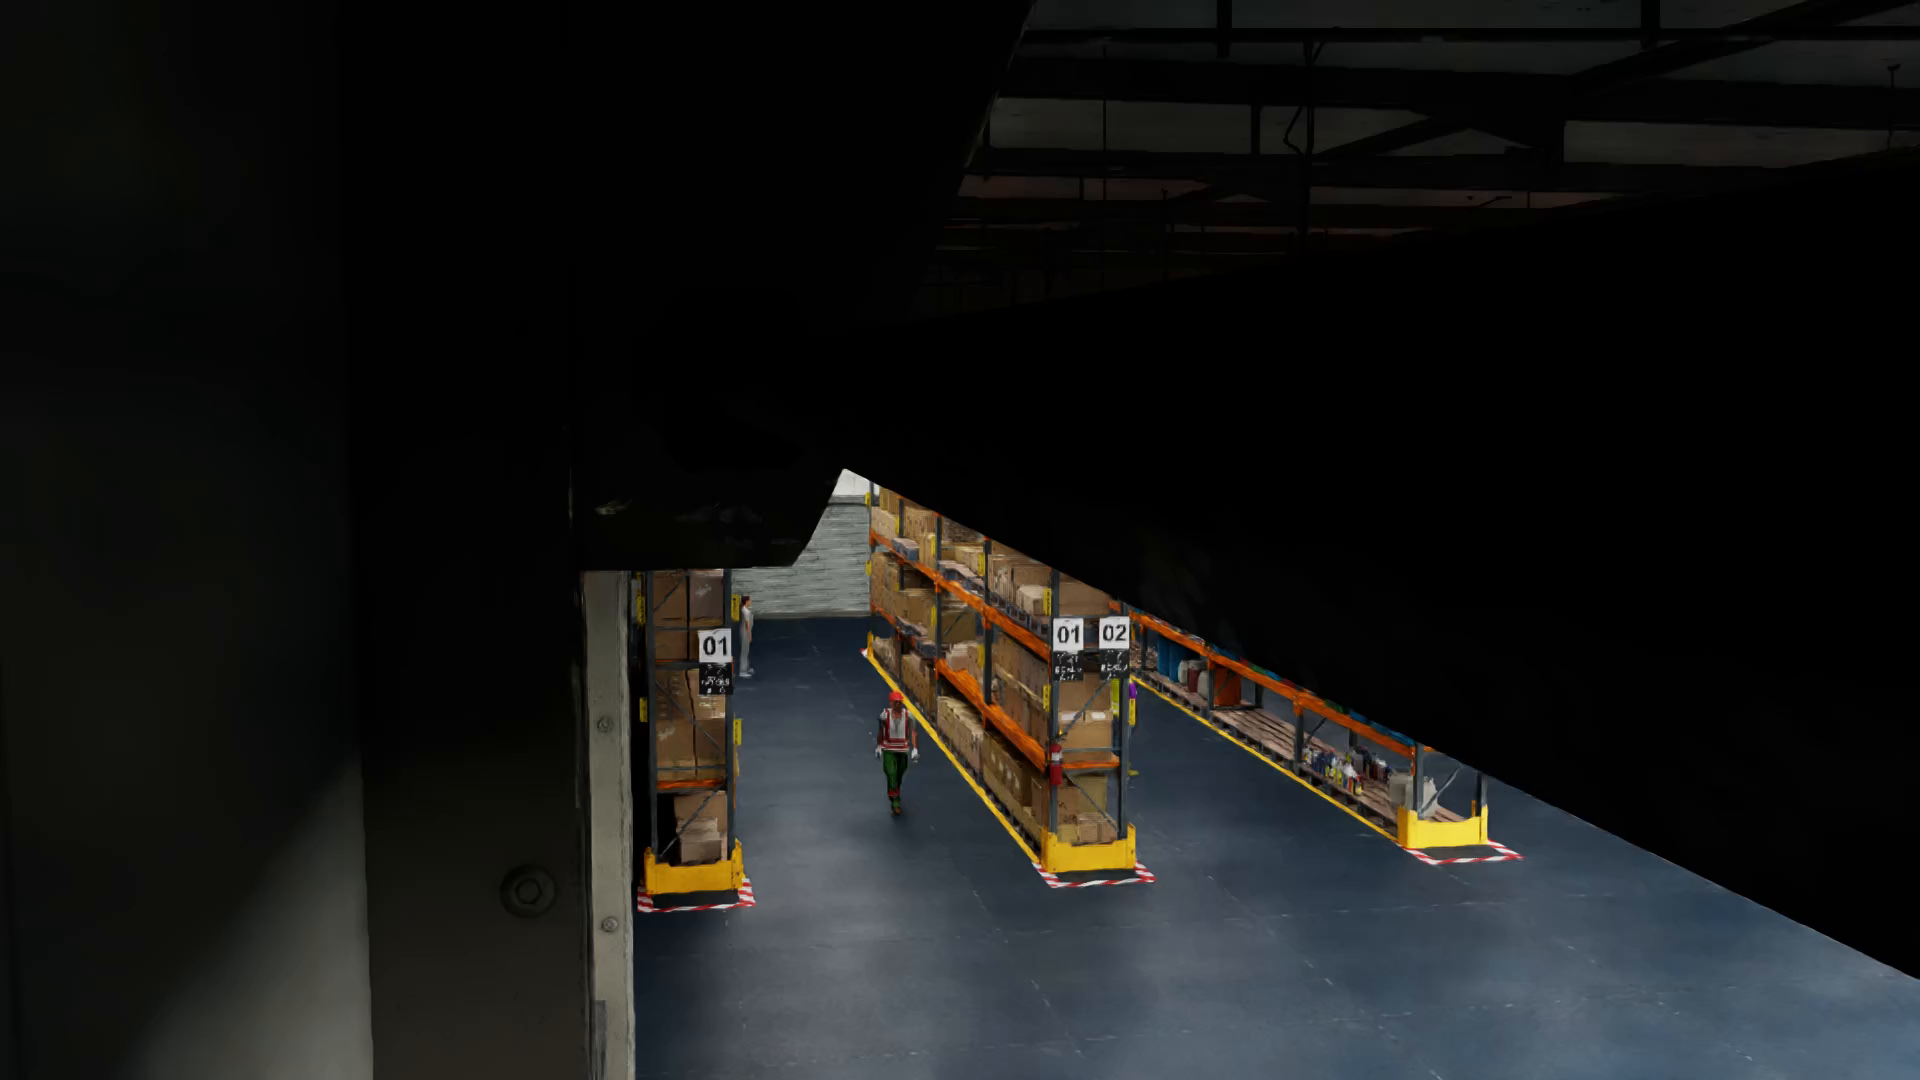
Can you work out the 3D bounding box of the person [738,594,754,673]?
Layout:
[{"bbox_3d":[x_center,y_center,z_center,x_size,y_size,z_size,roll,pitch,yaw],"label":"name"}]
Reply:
[{"bbox_3d":[-4.395,1.891,34.003,0.327,1.604,0.565,-2,6,-17],"label":"person"}]

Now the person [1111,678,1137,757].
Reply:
[{"bbox_3d":[2.534,2.819,25.927,0.352,1.459,0.468,-5,7,-37],"label":"person"}]

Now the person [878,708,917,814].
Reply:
[{"bbox_3d":[-0.883,3.134,23.744,0.536,1.449,1.044,-1,6,-12],"label":"person"}]
